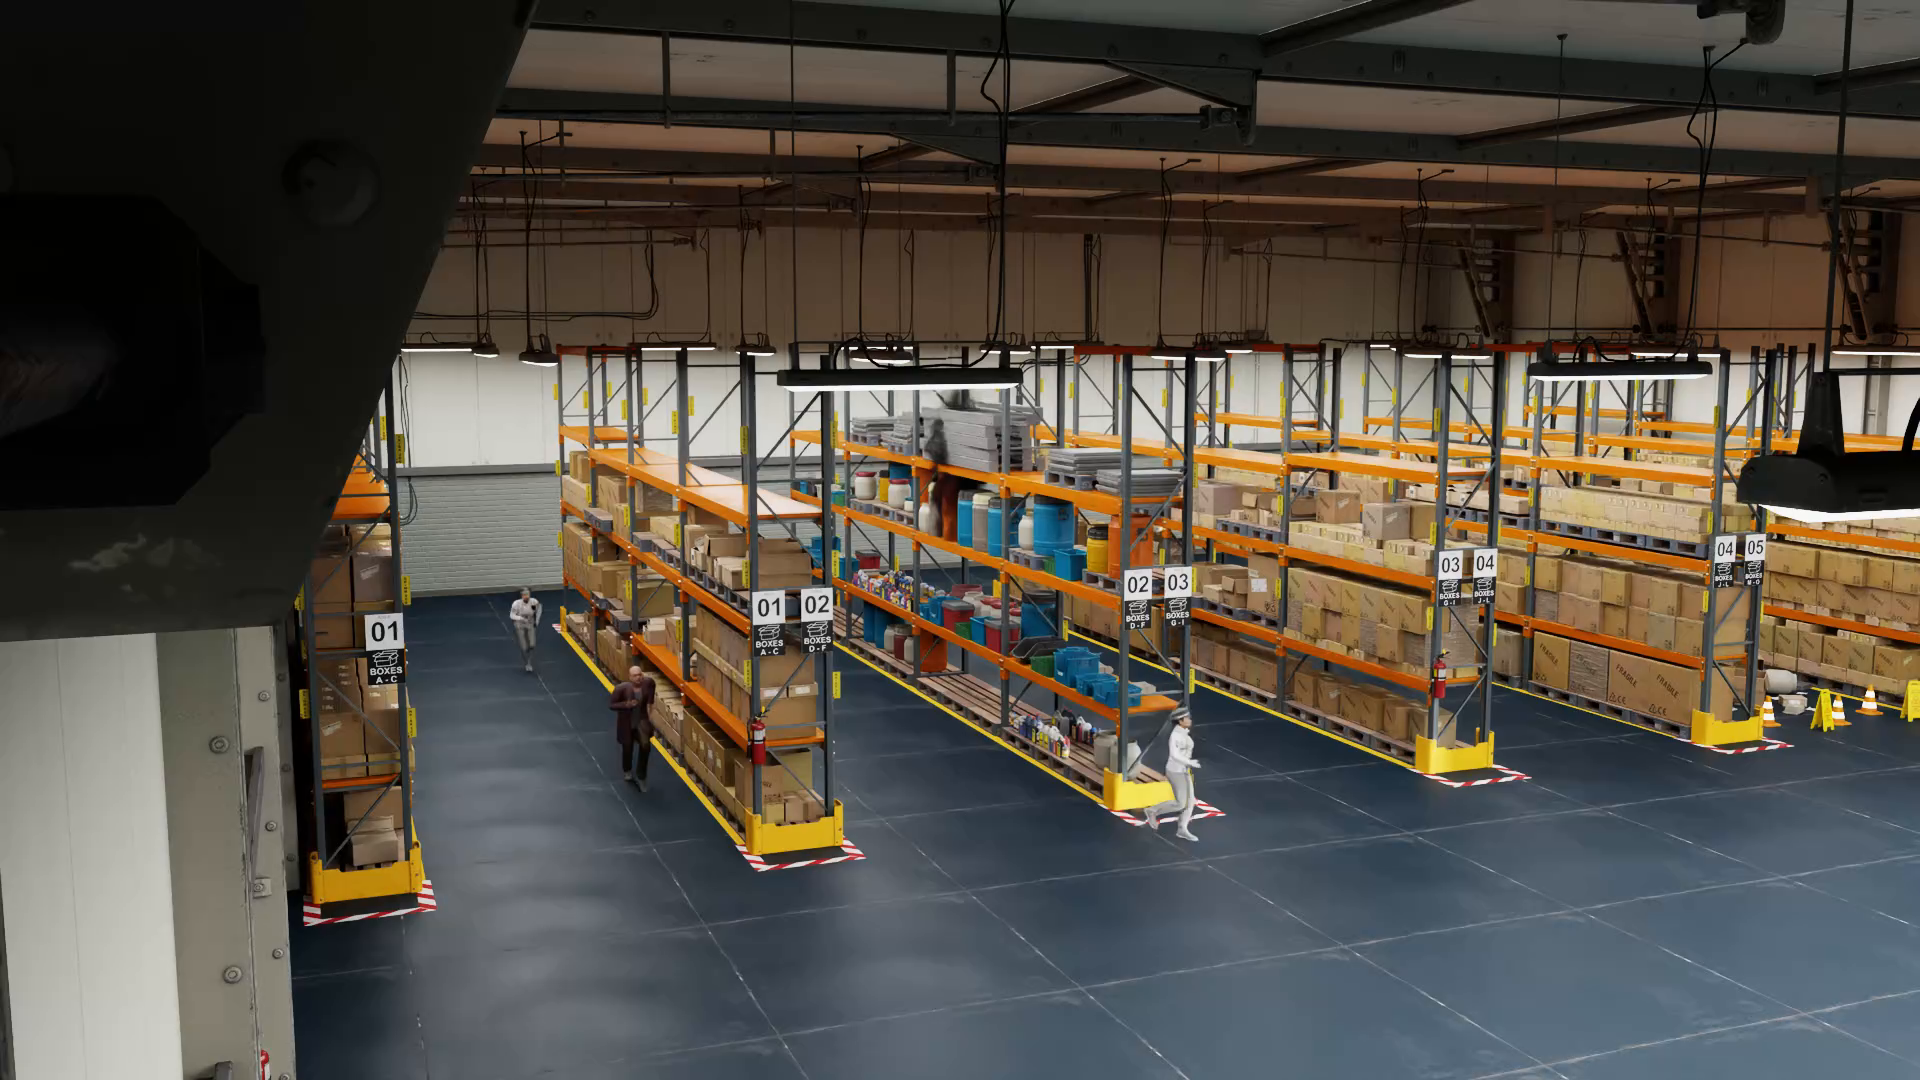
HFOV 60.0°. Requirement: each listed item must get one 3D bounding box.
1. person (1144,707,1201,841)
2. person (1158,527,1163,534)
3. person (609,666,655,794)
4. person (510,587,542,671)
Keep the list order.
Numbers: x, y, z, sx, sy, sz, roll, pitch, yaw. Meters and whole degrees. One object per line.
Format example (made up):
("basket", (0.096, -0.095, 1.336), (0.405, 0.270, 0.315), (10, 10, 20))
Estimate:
("person", (2.671, 2.896, 20.777), (0.697, 1.658, 0.660), (2, 8, 15))
("person", (4.657, 0.539, 38.953), (0.730, 1.715, 0.579), (-3, 8, -23))
("person", (-4.507, 2.571, 22.911), (0.695, 1.779, 1.020), (-3, 8, -21))
("person", (-8.003, 1.641, 30.756), (0.602, 1.613, 0.662), (-3, 8, -20))
